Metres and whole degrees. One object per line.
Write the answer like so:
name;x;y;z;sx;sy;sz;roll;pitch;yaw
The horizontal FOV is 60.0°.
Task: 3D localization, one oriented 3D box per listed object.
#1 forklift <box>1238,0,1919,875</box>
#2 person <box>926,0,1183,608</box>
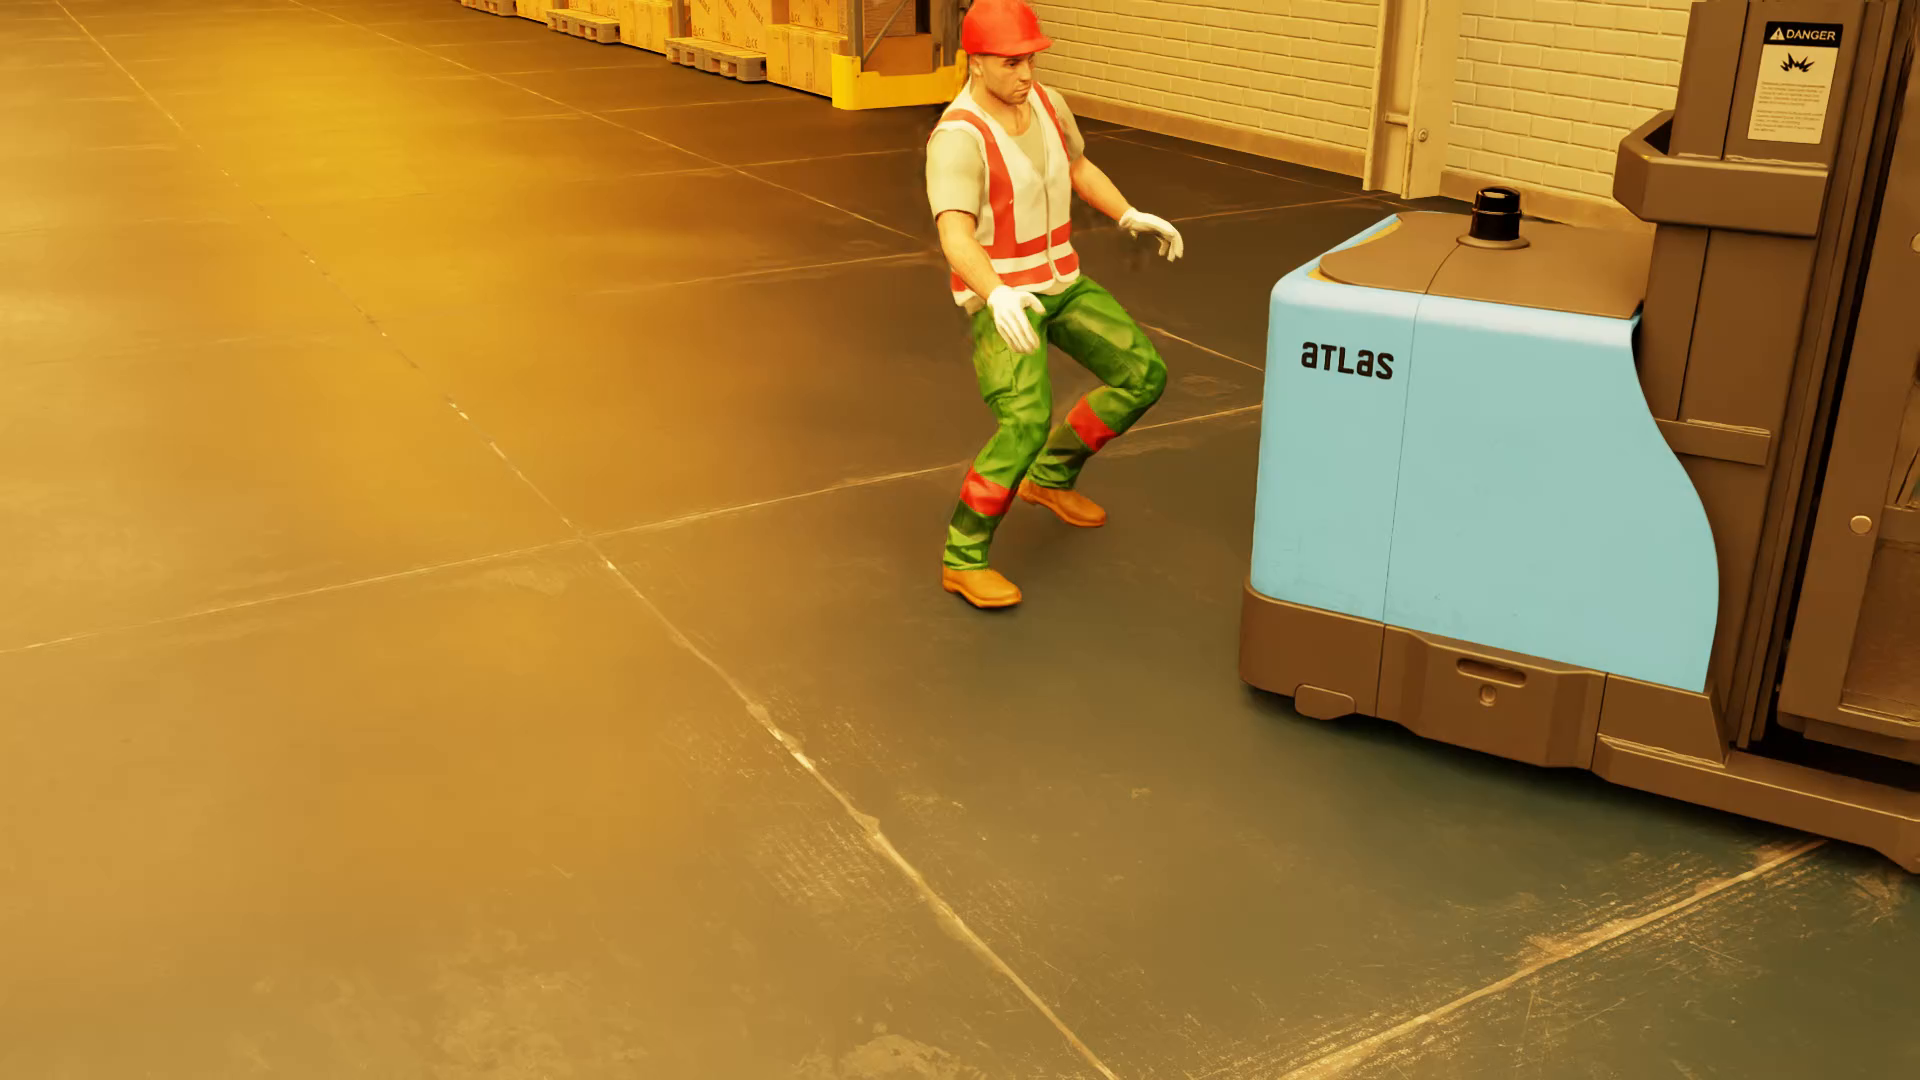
forklift;2.223;-0.822;3.276;3.031;2.935;1.130;13;25;28
person;0.245;-0.703;4.719;0.632;1.624;0.907;19;29;38
